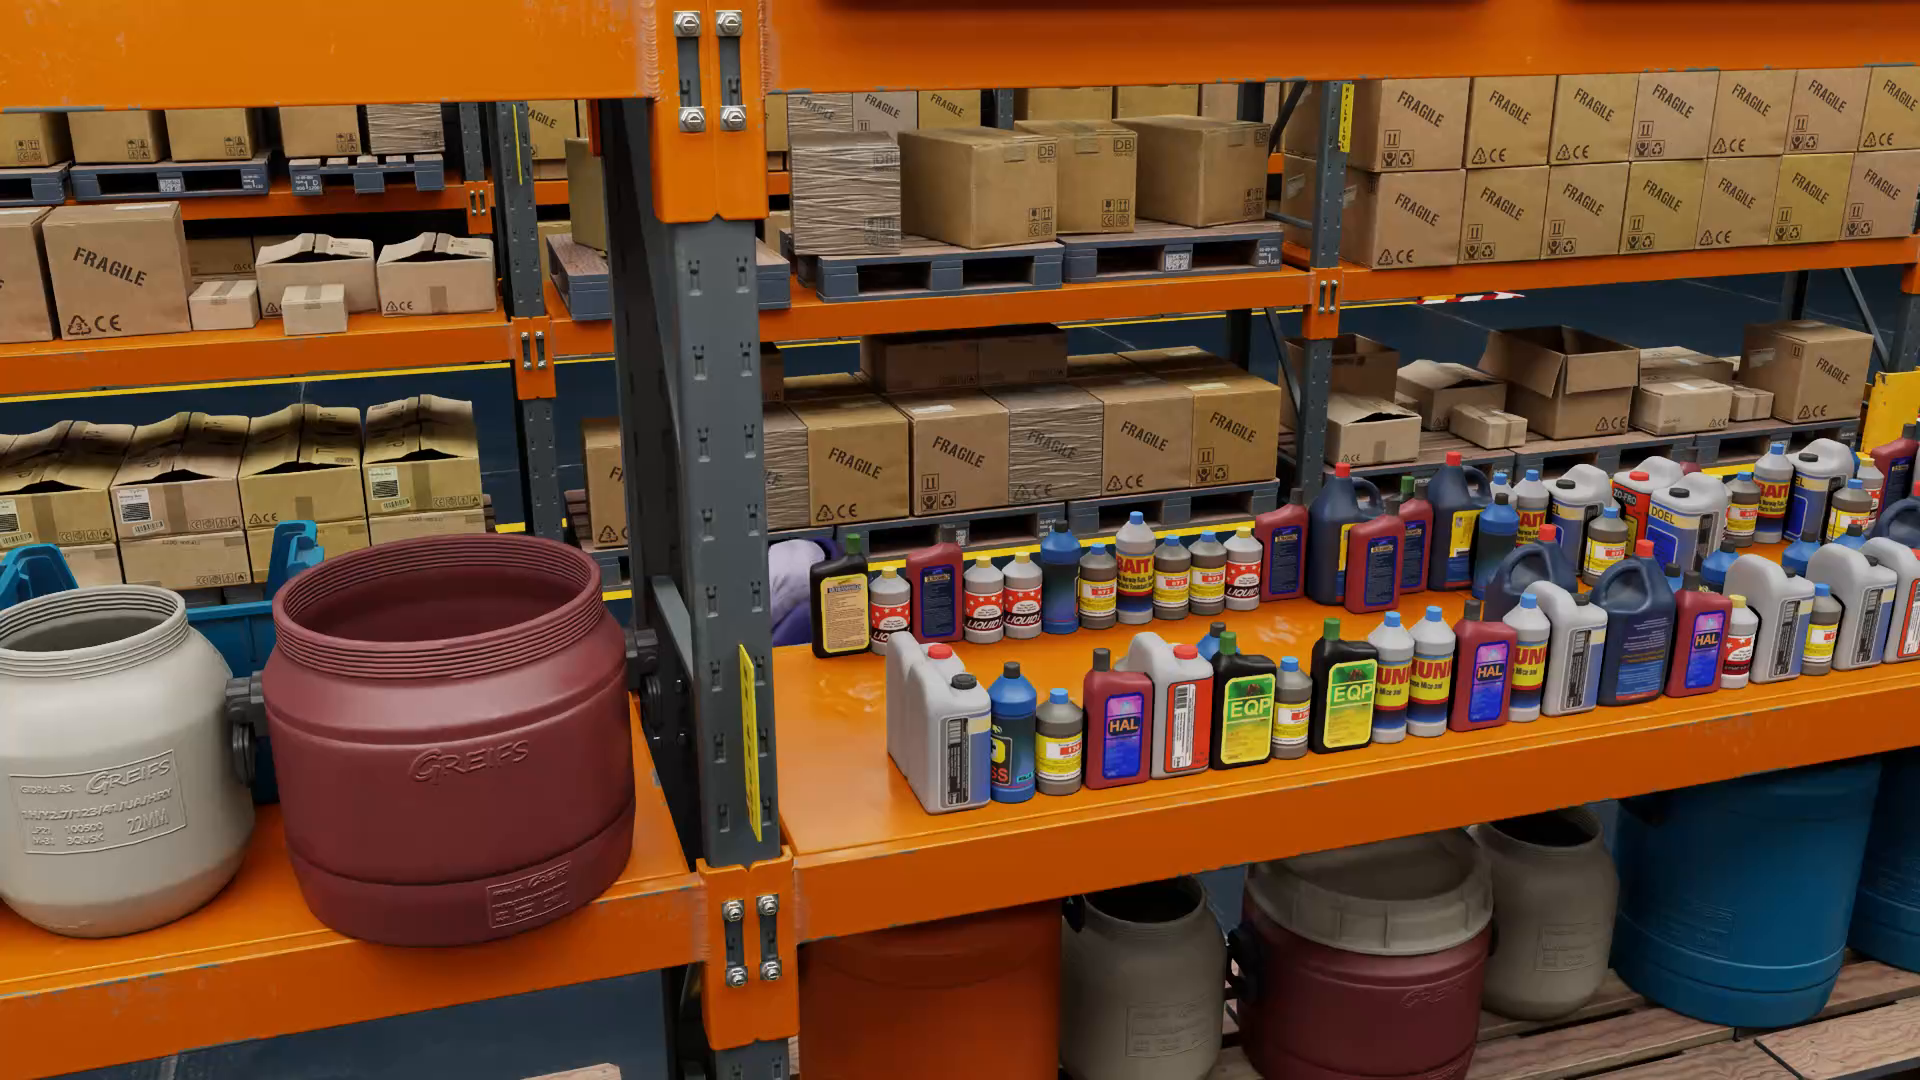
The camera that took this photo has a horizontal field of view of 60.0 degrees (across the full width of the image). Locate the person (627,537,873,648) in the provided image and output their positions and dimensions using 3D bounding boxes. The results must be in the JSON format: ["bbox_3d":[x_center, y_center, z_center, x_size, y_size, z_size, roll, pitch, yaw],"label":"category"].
[{"bbox_3d":[-0.757,0.439,6.088,0.900,0.830,0.521,-7,21,-20],"label":"person"}]
